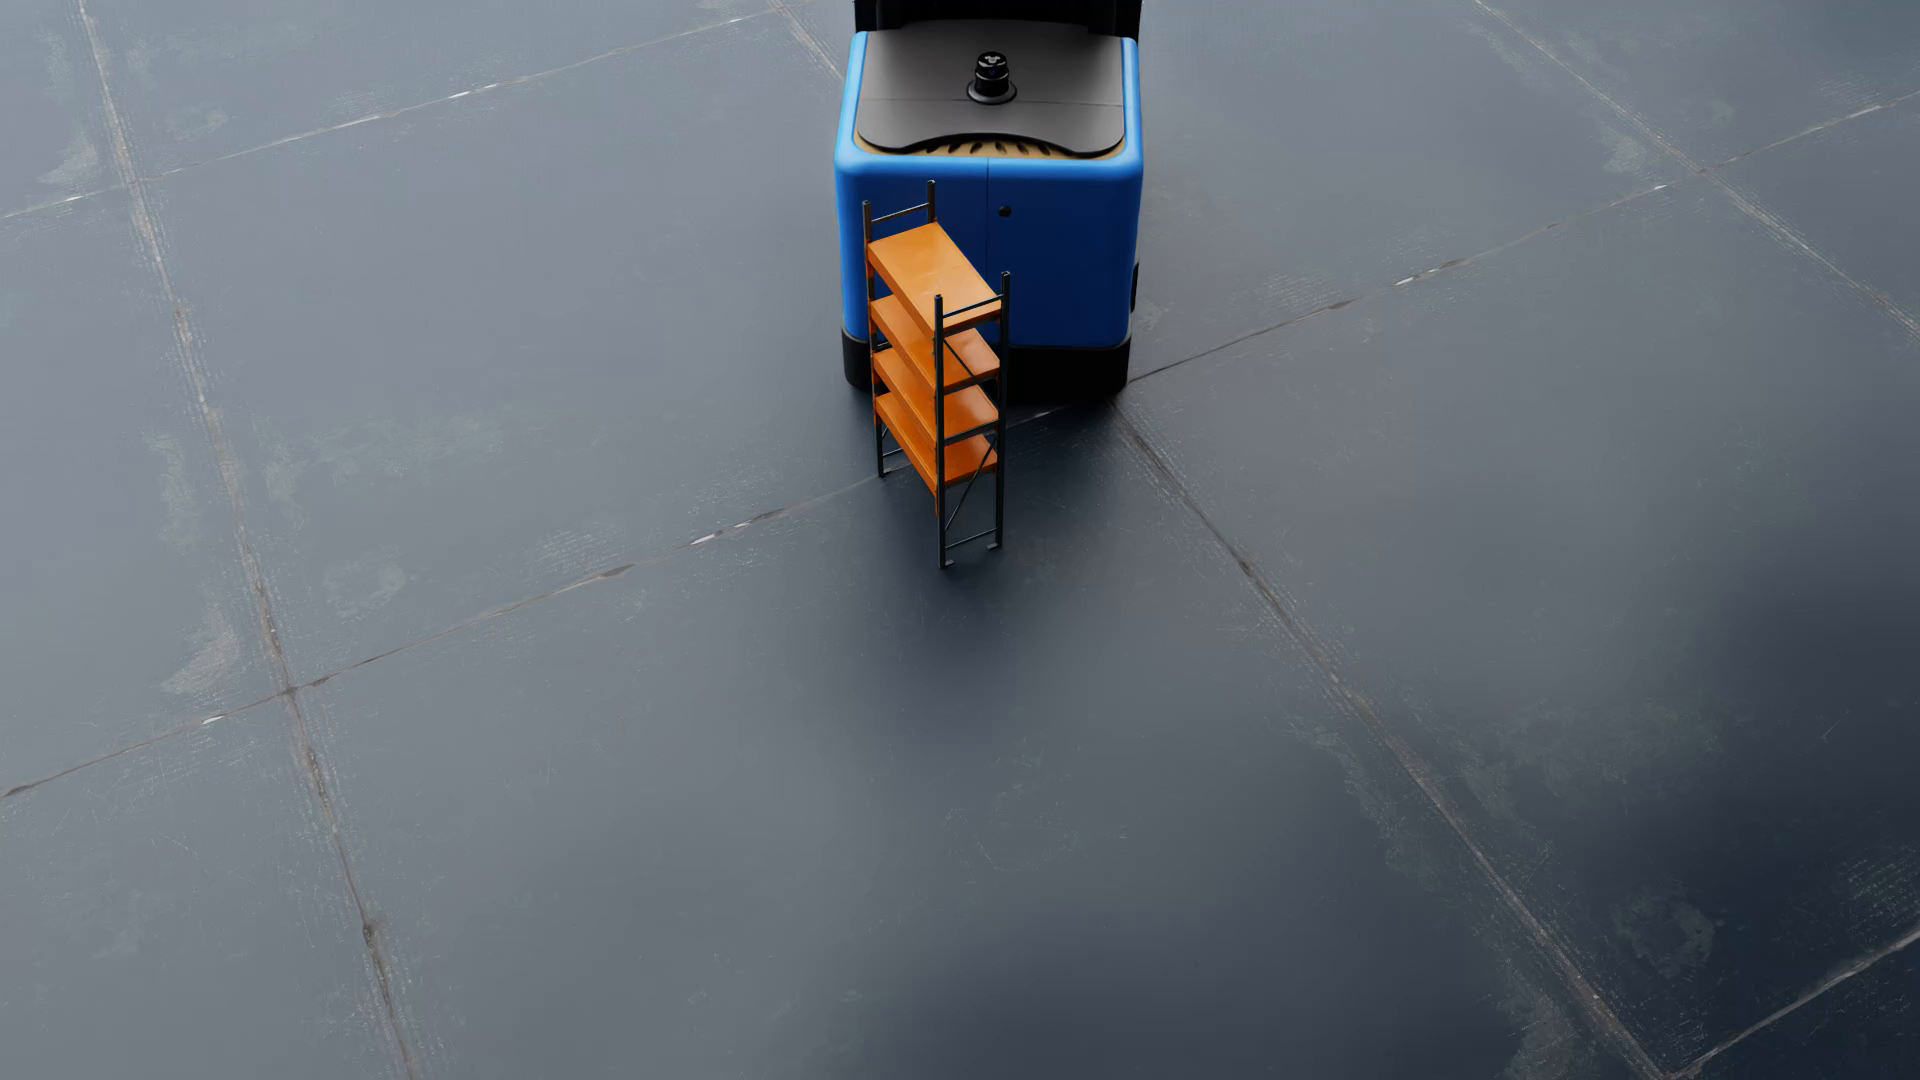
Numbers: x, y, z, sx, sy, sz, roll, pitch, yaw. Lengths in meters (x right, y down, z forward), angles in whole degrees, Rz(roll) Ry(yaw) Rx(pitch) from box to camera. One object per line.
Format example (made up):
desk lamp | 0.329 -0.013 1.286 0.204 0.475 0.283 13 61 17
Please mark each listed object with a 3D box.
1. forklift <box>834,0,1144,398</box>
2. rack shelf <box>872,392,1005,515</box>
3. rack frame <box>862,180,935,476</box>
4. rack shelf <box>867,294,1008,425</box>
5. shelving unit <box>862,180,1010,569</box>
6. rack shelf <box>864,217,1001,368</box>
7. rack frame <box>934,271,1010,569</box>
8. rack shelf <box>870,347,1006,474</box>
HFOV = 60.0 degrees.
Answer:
forklift | 0.153 -2.590 6.068 1.130 2.935 3.031 2 49 2
rack shelf | -0.076 -0.331 5.595 0.258 0.148 0.480 -21 52 -18
rack frame | -0.187 -0.669 5.538 0.240 1.200 0.015 -21 52 -18
rack shelf | -0.076 -0.609 5.278 0.258 0.148 0.480 -21 52 -18
shelving unit | -0.076 -0.506 5.395 0.258 1.200 0.503 -21 52 -18
rack shelf | -0.076 -0.765 5.099 0.258 0.148 0.480 -21 52 -18
rack frame | 0.036 -0.342 5.252 0.240 1.200 0.015 -21 52 -18
rack shelf | -0.076 -0.462 5.446 0.258 0.148 0.480 -21 52 -18
